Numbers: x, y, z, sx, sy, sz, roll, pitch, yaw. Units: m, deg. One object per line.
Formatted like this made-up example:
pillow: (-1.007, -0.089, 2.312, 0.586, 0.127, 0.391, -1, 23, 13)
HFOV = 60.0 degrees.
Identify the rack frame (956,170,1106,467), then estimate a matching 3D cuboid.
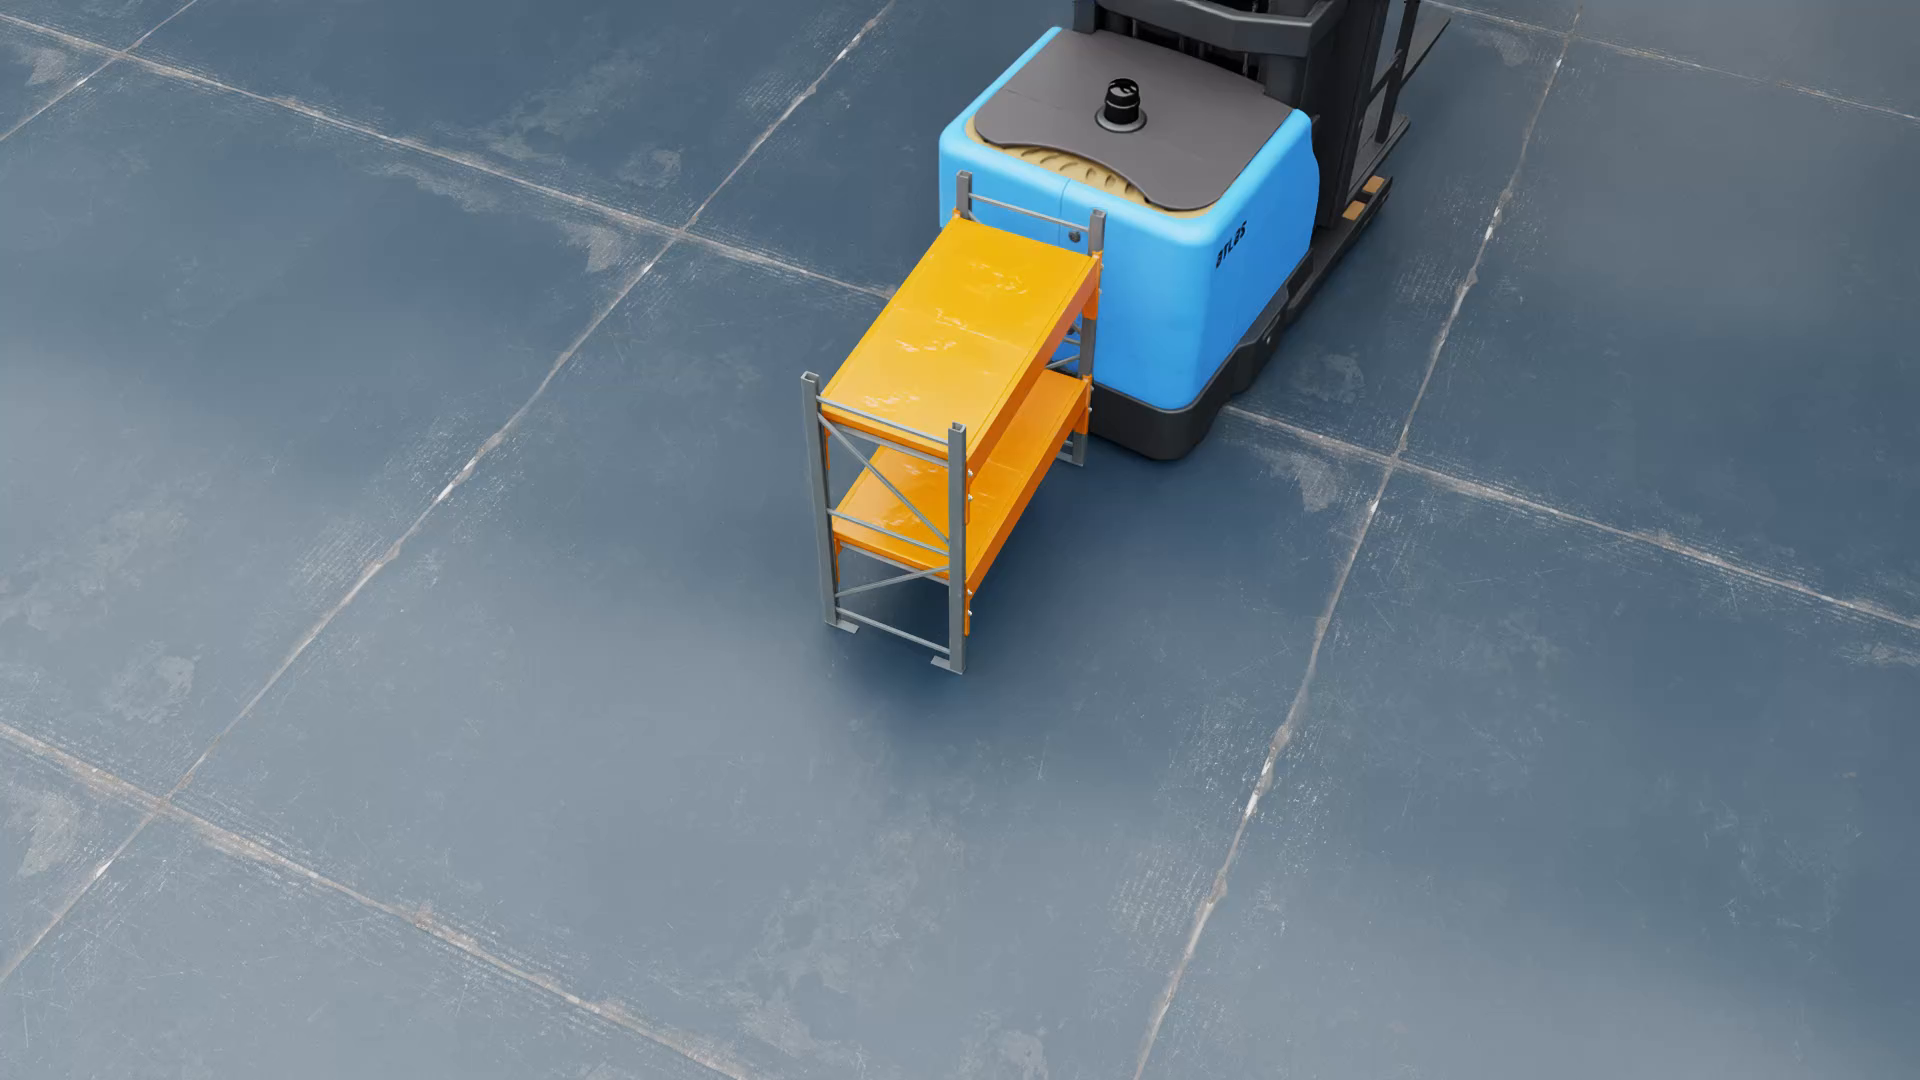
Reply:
rack frame: (0.220, -0.719, 5.623, 0.500, 1.125, 0.032, 20, 52, 16)

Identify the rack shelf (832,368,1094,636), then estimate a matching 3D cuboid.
rack shelf: (0.003, -0.211, 5.512, 0.538, 0.278, 1.000, 20, 52, 16)

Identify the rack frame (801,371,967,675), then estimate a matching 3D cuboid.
rack frame: (-0.214, -0.019, 5.028, 0.500, 1.125, 0.032, 20, 52, 16)

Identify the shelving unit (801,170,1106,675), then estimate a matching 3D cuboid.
shelving unit: (0.003, -0.369, 5.326, 0.538, 1.125, 1.048, 20, 52, 16)

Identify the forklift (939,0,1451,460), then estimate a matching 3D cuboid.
forklift: (1.124, -2.343, 5.820, 1.130, 2.935, 3.031, 26, 54, 20)

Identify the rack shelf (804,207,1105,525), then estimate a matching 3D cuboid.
rack shelf: (0.003, -0.559, 5.103, 0.538, 0.278, 1.000, 20, 52, 16)
